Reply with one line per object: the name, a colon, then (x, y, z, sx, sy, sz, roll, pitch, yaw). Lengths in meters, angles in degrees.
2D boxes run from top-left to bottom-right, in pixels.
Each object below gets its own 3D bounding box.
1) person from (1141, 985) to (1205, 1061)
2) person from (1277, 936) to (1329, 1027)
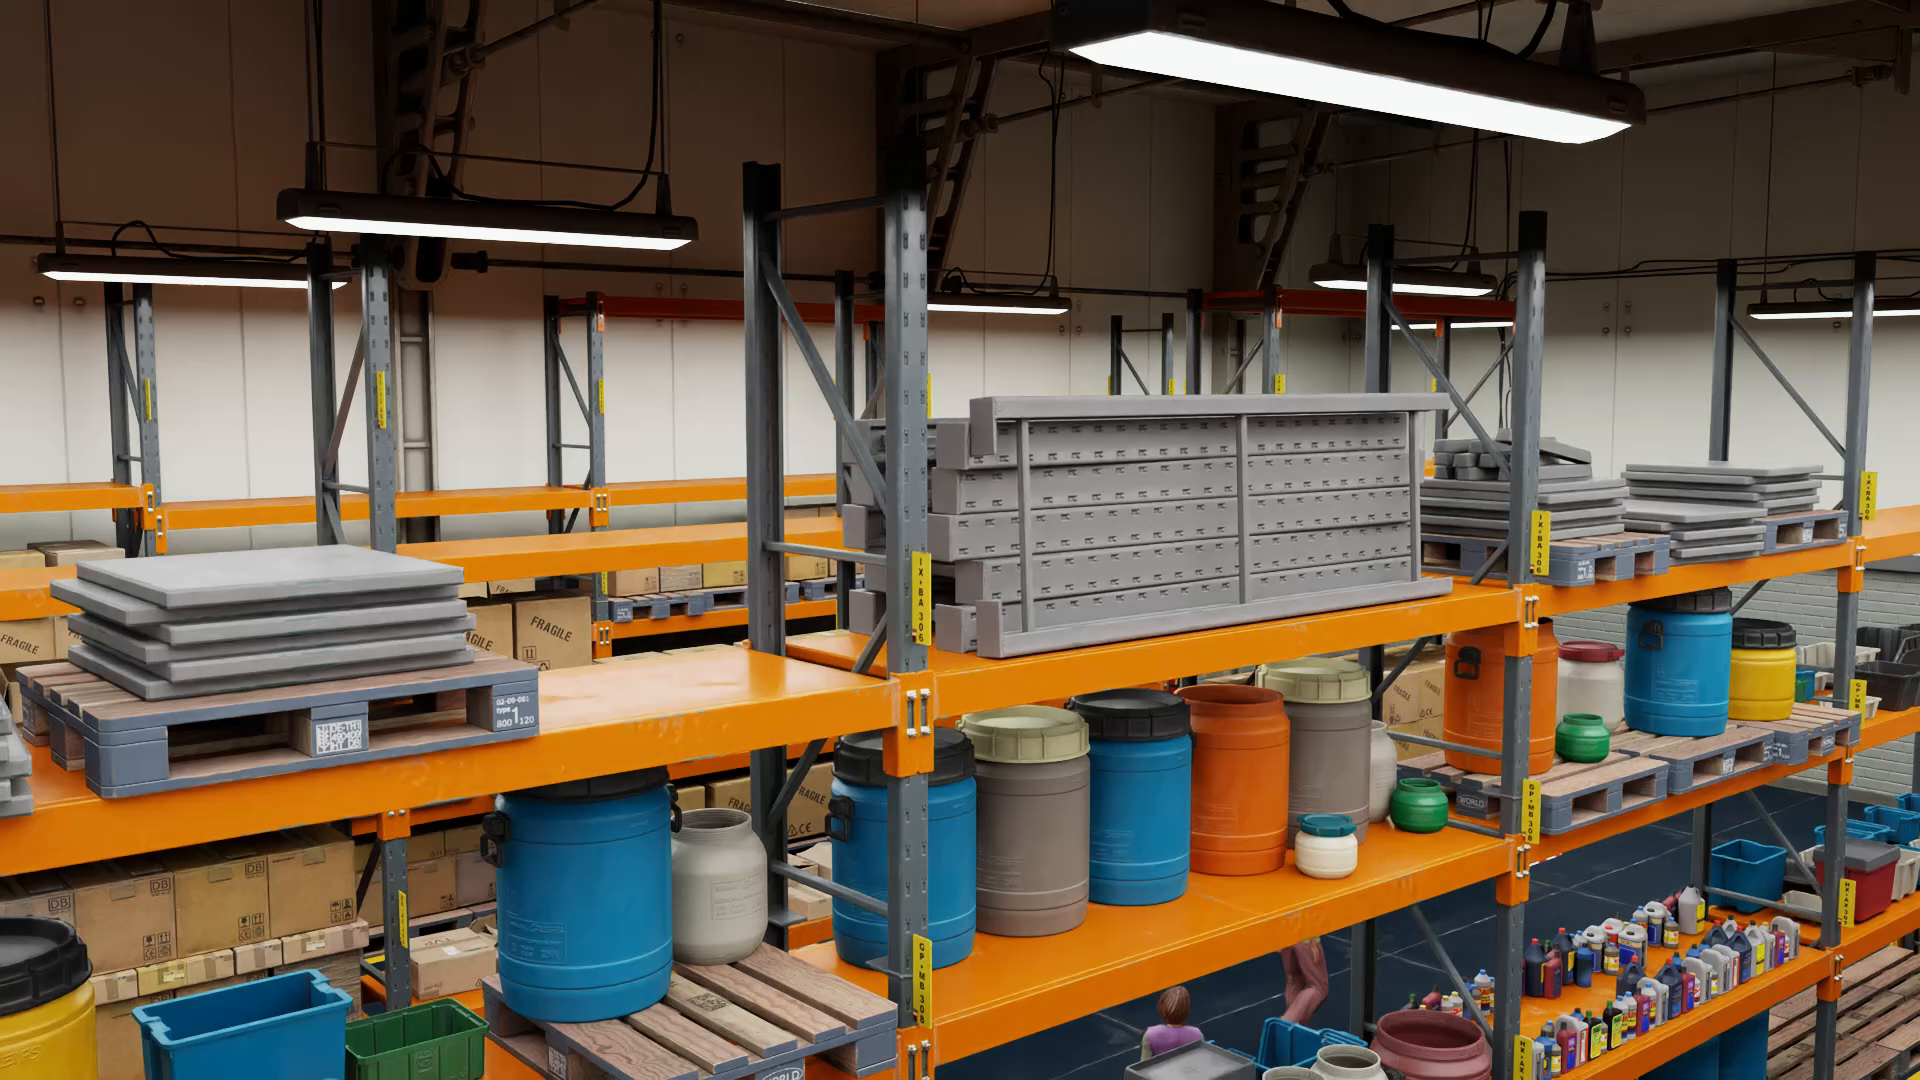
person: (1.244, 3.427, 9.831, 0.462, 1.573, 0.371, 1, 6, 11)
person: (2.598, 3.108, 12.833, 0.528, 1.669, 0.500, -3, 6, -30)
